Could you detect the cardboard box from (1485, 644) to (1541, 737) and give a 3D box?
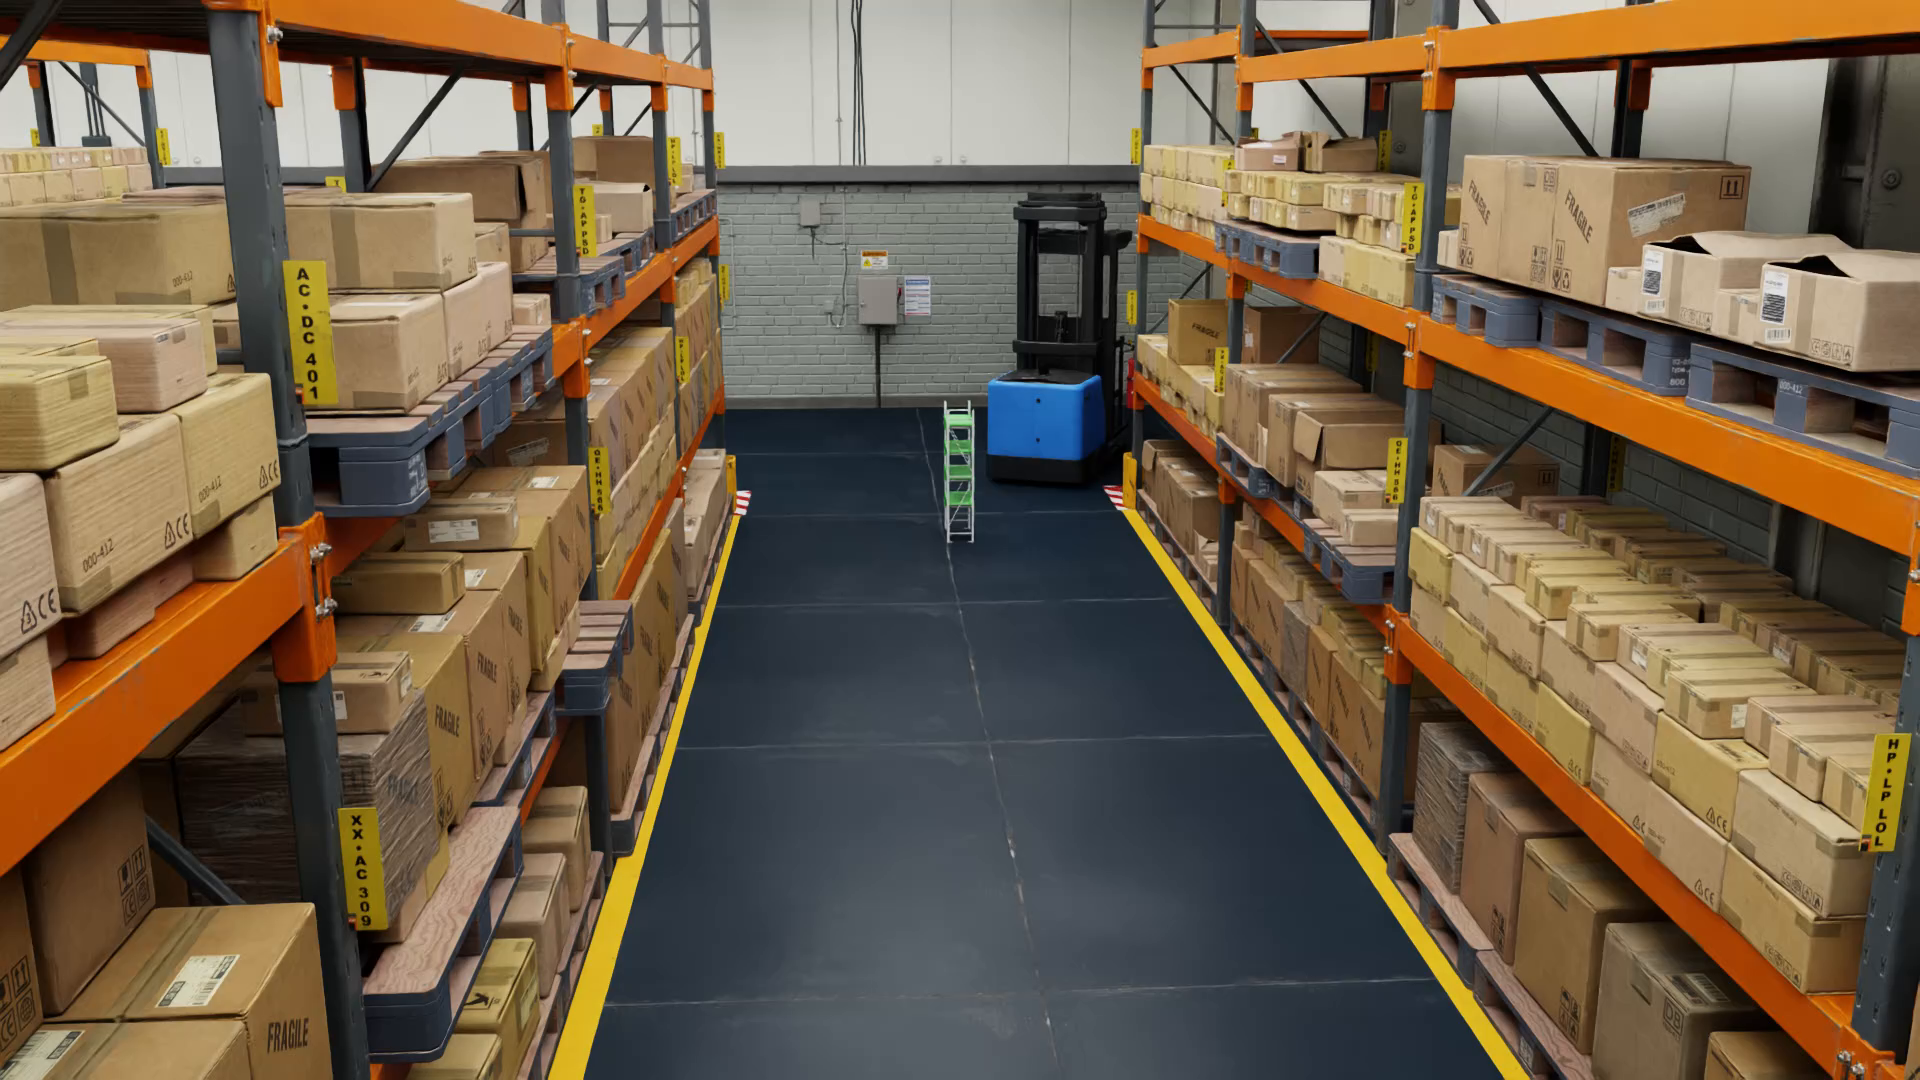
[{"bbox_3d":[2.536,0.611,6.932,0.500,0.250,0.500,-1,14,-5],"label":"cardboard box"}]

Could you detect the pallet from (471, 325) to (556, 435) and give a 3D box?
[{"bbox_3d":[-2.018,-0.531,5.429,1.213,0.211,1.003,-1,14,-3],"label":"pallet"}]

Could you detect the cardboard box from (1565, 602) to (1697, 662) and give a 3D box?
[{"bbox_3d":[2.490,0.340,6.183,0.380,0.149,0.250,-1,14,-5],"label":"cardboard box"}]

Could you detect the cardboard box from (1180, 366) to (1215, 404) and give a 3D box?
[{"bbox_3d":[2.101,-1.267,13.633,0.500,0.250,0.500,-1,14,-4],"label":"cardboard box"}]

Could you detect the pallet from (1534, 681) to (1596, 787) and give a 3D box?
[{"bbox_3d":[-9.709,0.384,4.889,25.245,1.709,1.217,-1,15,-6],"label":"pallet"}]

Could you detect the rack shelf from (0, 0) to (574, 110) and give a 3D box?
[{"bbox_3d":[-2.142,-1.617,5.499,1.077,0.370,4.000,-1,14,-3],"label":"rack shelf"}]

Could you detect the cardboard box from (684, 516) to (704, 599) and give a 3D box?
[{"bbox_3d":[-2.446,0.134,12.787,0.875,0.438,0.875,-1,14,-4],"label":"cardboard box"}]

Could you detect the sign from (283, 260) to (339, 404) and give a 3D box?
[{"bbox_3d":[-1.477,-0.470,3.775,0.100,0.325,0.005,-1,14,-3],"label":"sign"}]

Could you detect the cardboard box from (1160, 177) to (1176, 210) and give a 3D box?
[{"bbox_3d":[2.018,-2.974,14.251,0.500,0.250,0.500,-1,14,-5],"label":"cardboard box"}]

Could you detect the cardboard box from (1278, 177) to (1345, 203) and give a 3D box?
[{"bbox_3d":[2.169,-2.150,10.207,0.380,0.149,0.250,-1,14,-3],"label":"cardboard box"}]

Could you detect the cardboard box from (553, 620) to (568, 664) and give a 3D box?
[{"bbox_3d":[-1.854,0.435,6.977,0.380,0.149,0.250,-2,15,-6],"label":"cardboard box"}]

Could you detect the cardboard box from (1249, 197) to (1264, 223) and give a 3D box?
[{"bbox_3d":[2.087,-2.135,10.747,0.380,0.149,0.250,-1,14,-3],"label":"cardboard box"}]

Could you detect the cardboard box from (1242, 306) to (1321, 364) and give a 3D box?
[{"bbox_3d":[2.613,-1.633,13.551,0.500,0.500,0.500,-1,14,-5],"label":"cardboard box"}]

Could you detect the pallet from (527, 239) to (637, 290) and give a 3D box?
[{"bbox_3d":[-2.431,-1.550,9.390,1.003,0.211,1.213,0,14,-1],"label":"pallet"}]

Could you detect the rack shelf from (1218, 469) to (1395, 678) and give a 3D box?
[{"bbox_3d":[2.564,0.022,10.364,1.077,0.370,4.000,-1,14,-3],"label":"rack shelf"}]

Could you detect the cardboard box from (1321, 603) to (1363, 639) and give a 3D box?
[{"bbox_3d":[2.397,0.483,10.000,0.380,0.149,0.250,-1,14,-4],"label":"cardboard box"}]

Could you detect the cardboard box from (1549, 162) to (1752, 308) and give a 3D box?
[{"bbox_3d":[2.552,-1.145,6.192,0.500,0.500,0.500,-1,14,-2],"label":"cardboard box"}]

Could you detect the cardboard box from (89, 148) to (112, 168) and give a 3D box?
[{"bbox_3d":[-7.324,-3.186,13.866,0.386,0.149,0.259,0,14,-1],"label":"cardboard box"}]

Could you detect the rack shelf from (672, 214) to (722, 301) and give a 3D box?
[{"bbox_3d":[-7.584,-1.545,13.445,10.987,1.870,4.000,-1,14,-3],"label":"rack shelf"}]

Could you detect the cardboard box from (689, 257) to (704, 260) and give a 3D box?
[{"bbox_3d":[-2.540,-2.502,15.220,0.380,0.149,0.250,-1,14,-3],"label":"cardboard box"}]

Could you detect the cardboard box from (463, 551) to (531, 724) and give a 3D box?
[{"bbox_3d":[-1.853,0.351,6.001,0.500,0.500,0.500,-1,15,-6],"label":"cardboard box"}]

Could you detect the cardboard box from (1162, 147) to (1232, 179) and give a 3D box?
[{"bbox_3d":[2.026,-3.219,14.198,0.500,0.250,0.500,-1,14,-4],"label":"cardboard box"}]

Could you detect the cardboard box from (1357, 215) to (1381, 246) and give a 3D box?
[{"bbox_3d":[2.379,-1.678,9.010,0.380,0.149,0.250,-1,14,-3],"label":"cardboard box"}]

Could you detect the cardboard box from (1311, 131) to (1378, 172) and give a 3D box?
[{"bbox_3d":[2.577,-2.611,11.167,0.396,0.266,0.258,-1,14,-3],"label":"cardboard box"}]

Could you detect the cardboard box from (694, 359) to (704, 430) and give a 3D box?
[{"bbox_3d":[-2.333,-1.164,13.331,0.500,0.500,0.500,-1,14,-3],"label":"cardboard box"}]

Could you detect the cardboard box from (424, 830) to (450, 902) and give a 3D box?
[{"bbox_3d":[-1.744,0.957,4.948,0.380,0.149,0.250,-1,14,-2],"label":"cardboard box"}]

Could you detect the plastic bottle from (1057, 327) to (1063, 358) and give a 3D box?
[{"bbox_3d":[-7.681,0.419,9.895,19.592,1.306,14.300,-2,15,-7],"label":"plastic bottle"}]

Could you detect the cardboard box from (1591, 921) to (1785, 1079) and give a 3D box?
[{"bbox_3d":[2.999,2.316,3.930,0.963,0.625,4.871,-1,14,-3],"label":"cardboard box"}]

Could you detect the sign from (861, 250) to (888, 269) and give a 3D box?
[{"bbox_3d":[-1.097,-3.590,21.301,0.339,0.242,0.001,-1,14,-3],"label":"sign"}]

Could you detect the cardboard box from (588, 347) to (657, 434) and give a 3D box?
[{"bbox_3d":[-2.185,-0.917,10.362,0.500,0.500,0.500,0,14,-2],"label":"cardboard box"}]

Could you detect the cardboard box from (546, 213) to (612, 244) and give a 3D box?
[{"bbox_3d":[-2.247,-1.821,9.691,0.380,0.166,0.250,0,14,1],"label":"cardboard box"}]

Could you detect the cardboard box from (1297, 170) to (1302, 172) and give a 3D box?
[{"bbox_3d":[2.693,-2.717,12.249,0.500,0.250,0.500,-1,14,-4],"label":"cardboard box"}]

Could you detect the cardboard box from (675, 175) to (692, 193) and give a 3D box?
[{"bbox_3d":[-2.538,-3.110,14.535,0.380,0.149,0.250,-2,15,-8],"label":"cardboard box"}]

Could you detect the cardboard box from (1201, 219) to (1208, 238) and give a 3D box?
[{"bbox_3d":[2.092,-2.429,12.930,0.380,0.149,0.250,-1,14,-4],"label":"cardboard box"}]

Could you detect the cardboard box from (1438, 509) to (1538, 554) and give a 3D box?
[{"bbox_3d":[2.431,-0.041,7.664,0.380,0.149,0.250,-1,14,-2],"label":"cardboard box"}]

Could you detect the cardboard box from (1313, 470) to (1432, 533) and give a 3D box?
[{"bbox_3d":[2.299,-0.217,9.308,0.500,0.250,0.500,-2,15,-6],"label":"cardboard box"}]

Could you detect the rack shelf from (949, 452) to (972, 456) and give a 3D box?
[{"bbox_3d":[-0.010,-0.821,14.986,0.199,0.029,0.442,-1,14,-3],"label":"rack shelf"}]

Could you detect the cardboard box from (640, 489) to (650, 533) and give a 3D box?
[{"bbox_3d":[-2.156,-0.185,10.026,0.500,0.250,0.500,-1,14,-3],"label":"cardboard box"}]

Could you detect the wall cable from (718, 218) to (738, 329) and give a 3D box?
[{"bbox_3d":[-3.135,-3.650,21.091,0.585,1.953,0.123,-1,14,-3],"label":"wall cable"}]

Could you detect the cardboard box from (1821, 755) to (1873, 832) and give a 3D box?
[{"bbox_3d":[2.719,-0.143,8.765,0.659,0.500,8.552,0,14,-2],"label":"cardboard box"}]

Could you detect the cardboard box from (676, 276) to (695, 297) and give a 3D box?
[{"bbox_3d":[-2.350,-2.054,13.482,0.380,0.149,0.250,-1,14,-3],"label":"cardboard box"}]

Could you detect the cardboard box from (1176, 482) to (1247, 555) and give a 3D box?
[{"bbox_3d":[2.214,-0.186,13.904,0.700,0.500,0.500,-1,14,-6],"label":"cardboard box"}]

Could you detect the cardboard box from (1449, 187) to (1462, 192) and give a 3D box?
[{"bbox_3d":[2.873,-1.833,9.013,0.380,0.149,0.250,0,14,-2],"label":"cardboard box"}]

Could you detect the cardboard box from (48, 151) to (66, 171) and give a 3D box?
[{"bbox_3d":[-7.309,-2.993,13.119,0.380,0.149,0.250,-1,14,-5],"label":"cardboard box"}]

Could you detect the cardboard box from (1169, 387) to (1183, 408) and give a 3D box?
[{"bbox_3d":[2.005,-1.224,14.270,0.380,0.149,0.250,-1,14,-2],"label":"cardboard box"}]

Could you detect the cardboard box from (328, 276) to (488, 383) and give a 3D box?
[{"bbox_3d":[-1.687,-0.618,4.845,0.500,0.250,0.500,-1,14,-4],"label":"cardboard box"}]

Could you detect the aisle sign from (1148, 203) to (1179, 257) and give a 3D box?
[{"bbox_3d":[1.895,-3.090,15.799,0.394,0.787,0.004,-1,14,-3],"label":"aisle sign"}]

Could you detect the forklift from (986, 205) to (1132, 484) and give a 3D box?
[{"bbox_3d":[-2.971,-2.070,17.367,8.545,2.843,7.303,5,15,18],"label":"forklift"}]

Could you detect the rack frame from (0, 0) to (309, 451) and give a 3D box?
[{"bbox_3d":[-2.019,-1.662,3.426,1.000,3.000,0.127,-1,14,-3],"label":"rack frame"}]

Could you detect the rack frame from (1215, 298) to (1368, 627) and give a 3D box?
[{"bbox_3d":[2.440,-0.824,12.208,1.000,3.000,0.127,-1,14,-3],"label":"rack frame"}]

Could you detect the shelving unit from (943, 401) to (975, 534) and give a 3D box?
[{"bbox_3d":[-6.149,0.483,10.742,13.061,1.200,8.595,-1,14,-3],"label":"shelving unit"}]

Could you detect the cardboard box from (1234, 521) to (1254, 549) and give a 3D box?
[{"bbox_3d":[2.196,-0.037,12.023,0.380,0.149,0.250,0,14,-1],"label":"cardboard box"}]

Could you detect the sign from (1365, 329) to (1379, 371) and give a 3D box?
[{"bbox_3d":[-2.127,-1.223,5.560,11.111,3.253,12.099,-1,14,-3],"label":"sign"}]

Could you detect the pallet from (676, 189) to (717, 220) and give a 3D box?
[{"bbox_3d":[-2.706,-2.966,14.694,1.003,0.211,1.213,-1,14,-3],"label":"pallet"}]

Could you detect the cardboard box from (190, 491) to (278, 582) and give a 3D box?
[{"bbox_3d":[-1.694,-0.014,3.544,0.380,0.149,0.250,-1,14,-3],"label":"cardboard box"}]
